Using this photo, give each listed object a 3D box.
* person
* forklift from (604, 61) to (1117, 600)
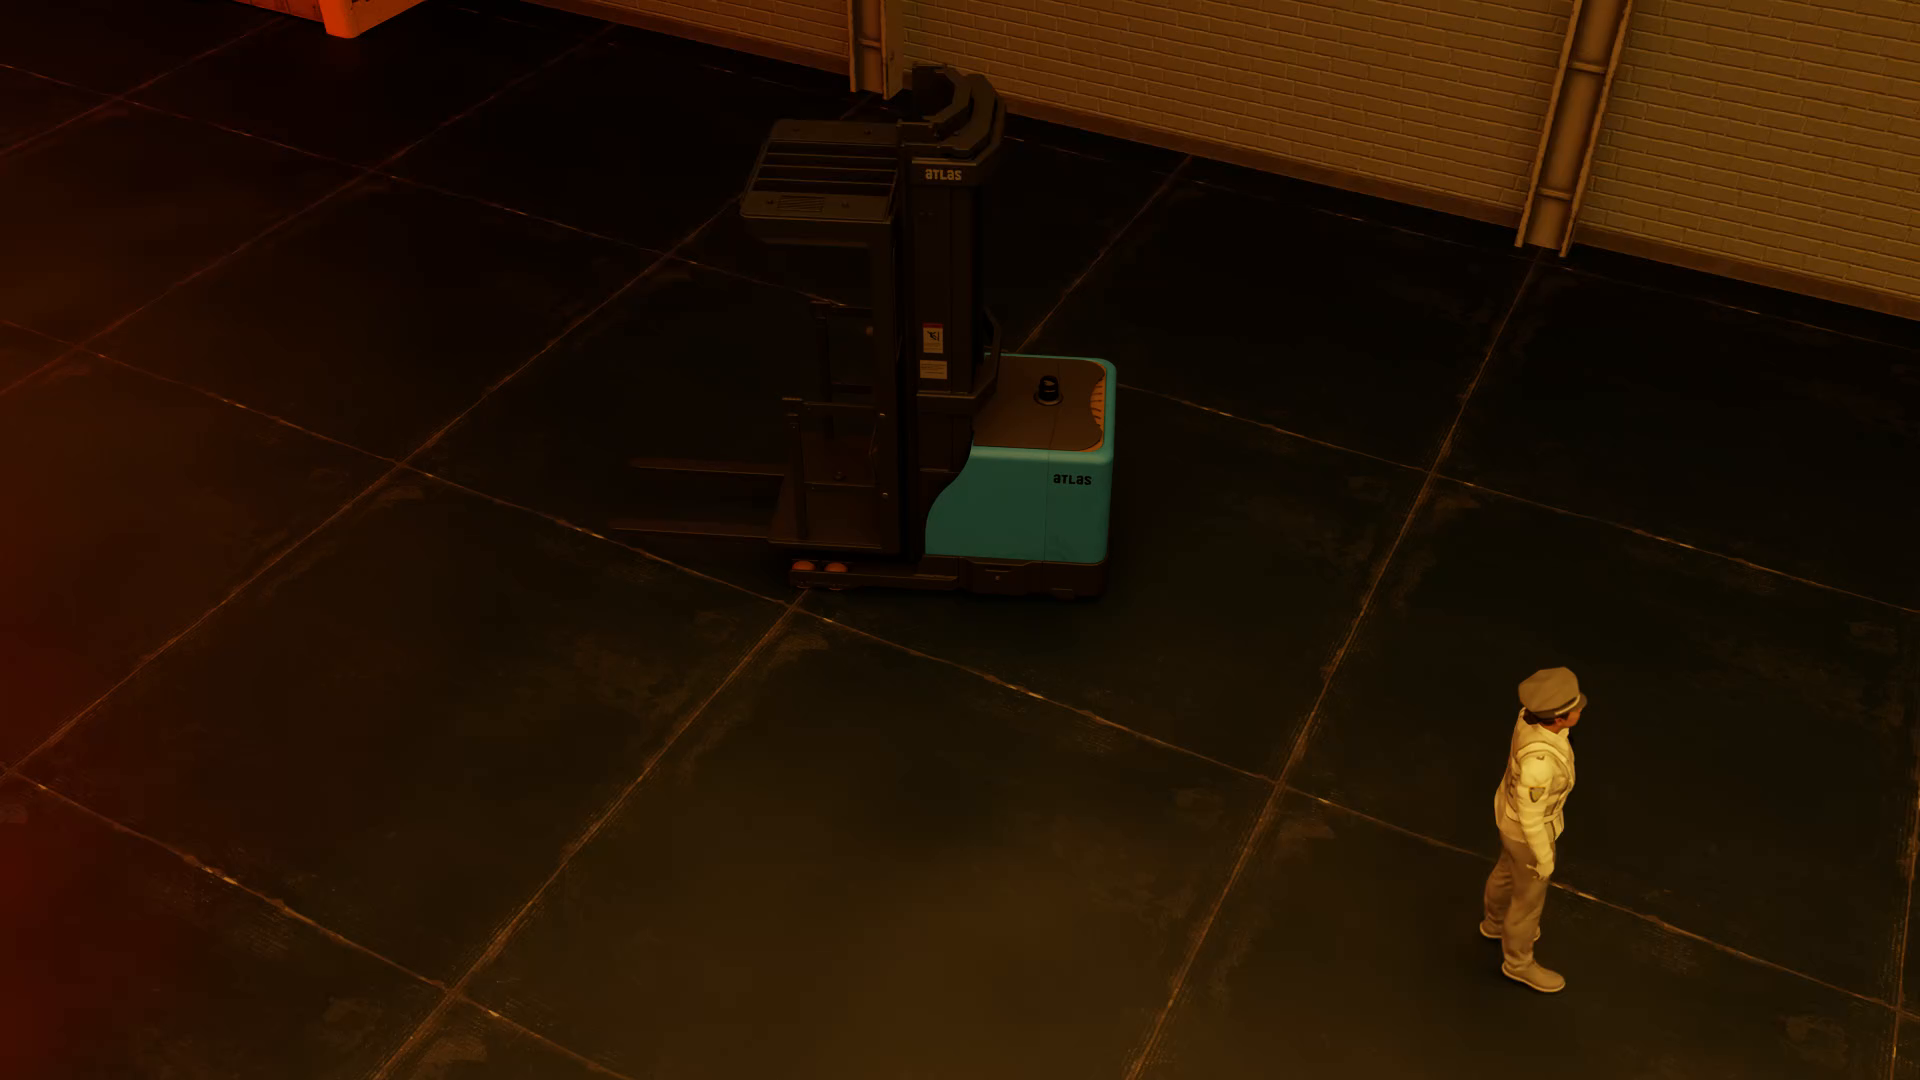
[{"bbox_3d":[2.614,1.262,7.441,0.521,1.700,0.576,8,41,9],"label":"person"},{"bbox_3d":[-0.606,-1.157,9.360,3.031,2.935,1.130,3,40,4],"label":"forklift"}]
